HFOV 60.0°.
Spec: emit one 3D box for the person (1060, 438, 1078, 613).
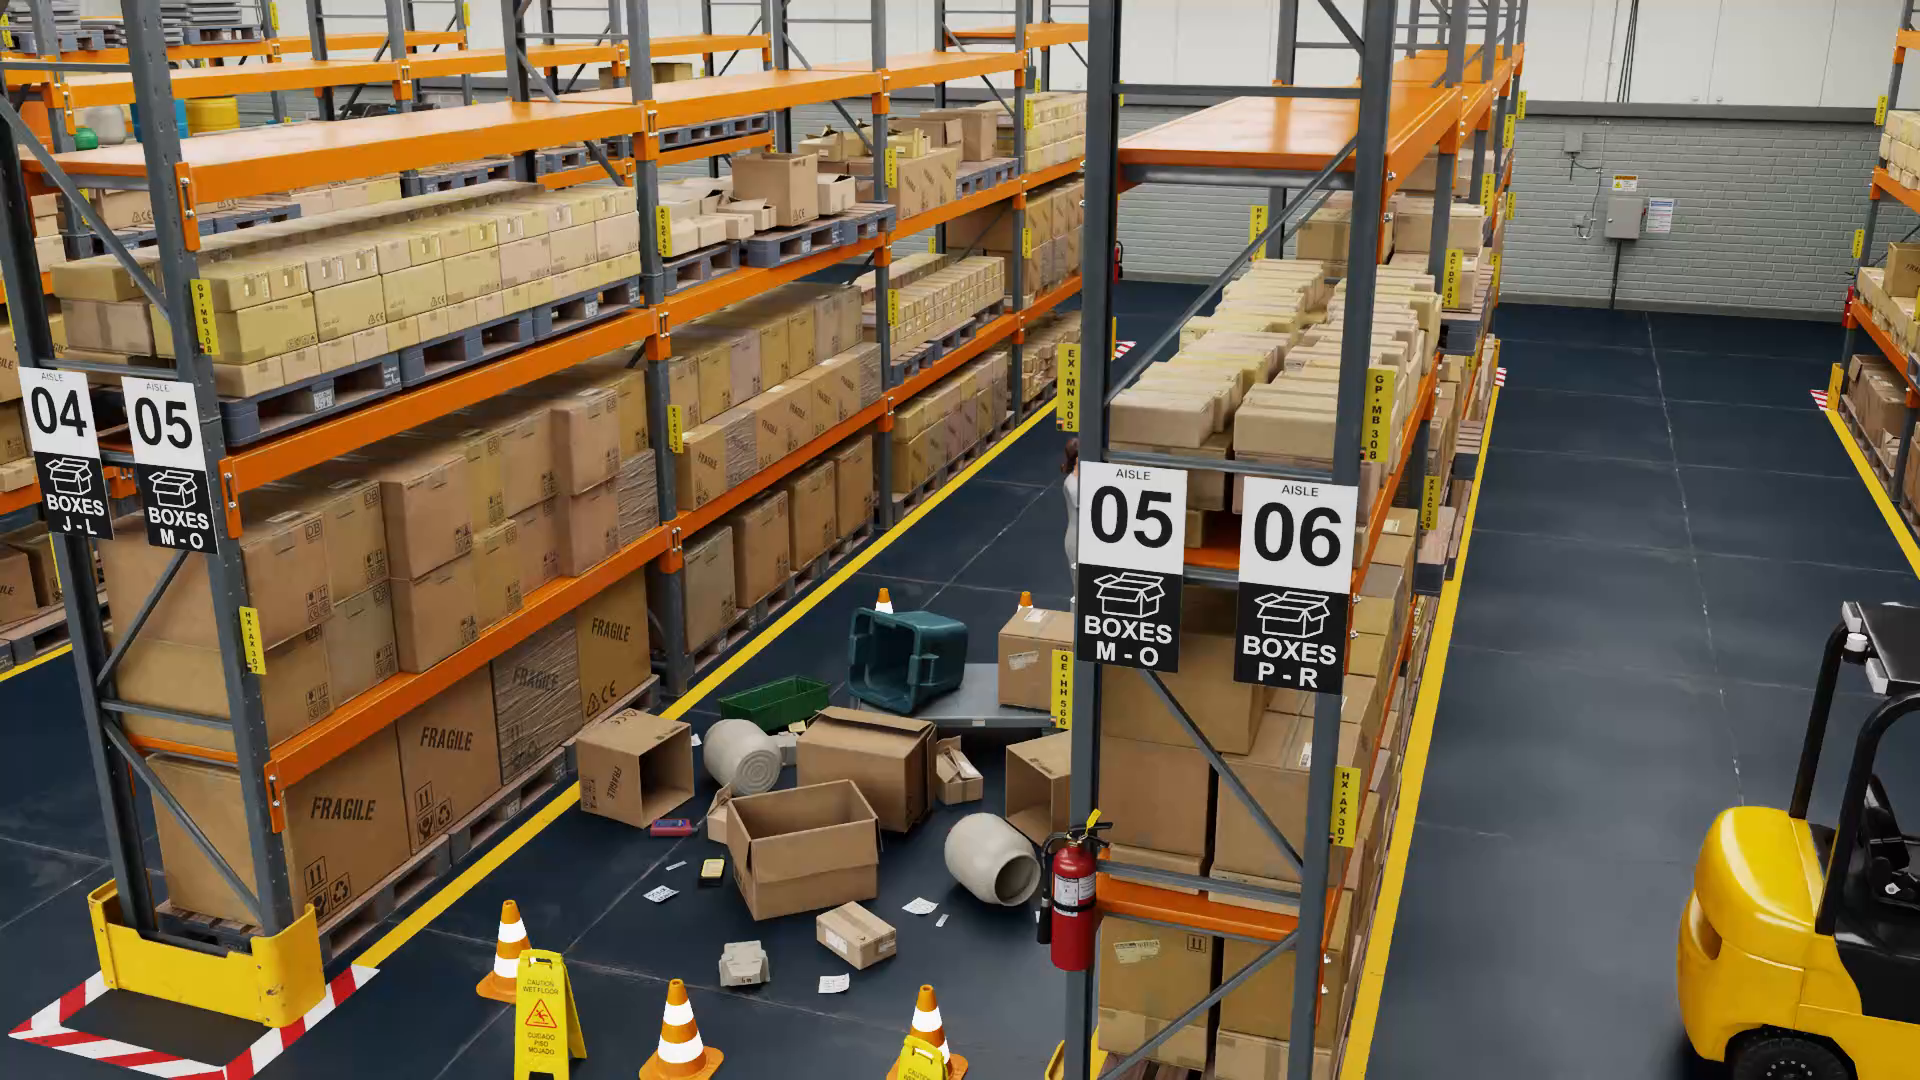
[{"bbox_3d":[1.002,0.053,12.436,0.559,1.654,0.439,6,20,18],"label":"person"}]
